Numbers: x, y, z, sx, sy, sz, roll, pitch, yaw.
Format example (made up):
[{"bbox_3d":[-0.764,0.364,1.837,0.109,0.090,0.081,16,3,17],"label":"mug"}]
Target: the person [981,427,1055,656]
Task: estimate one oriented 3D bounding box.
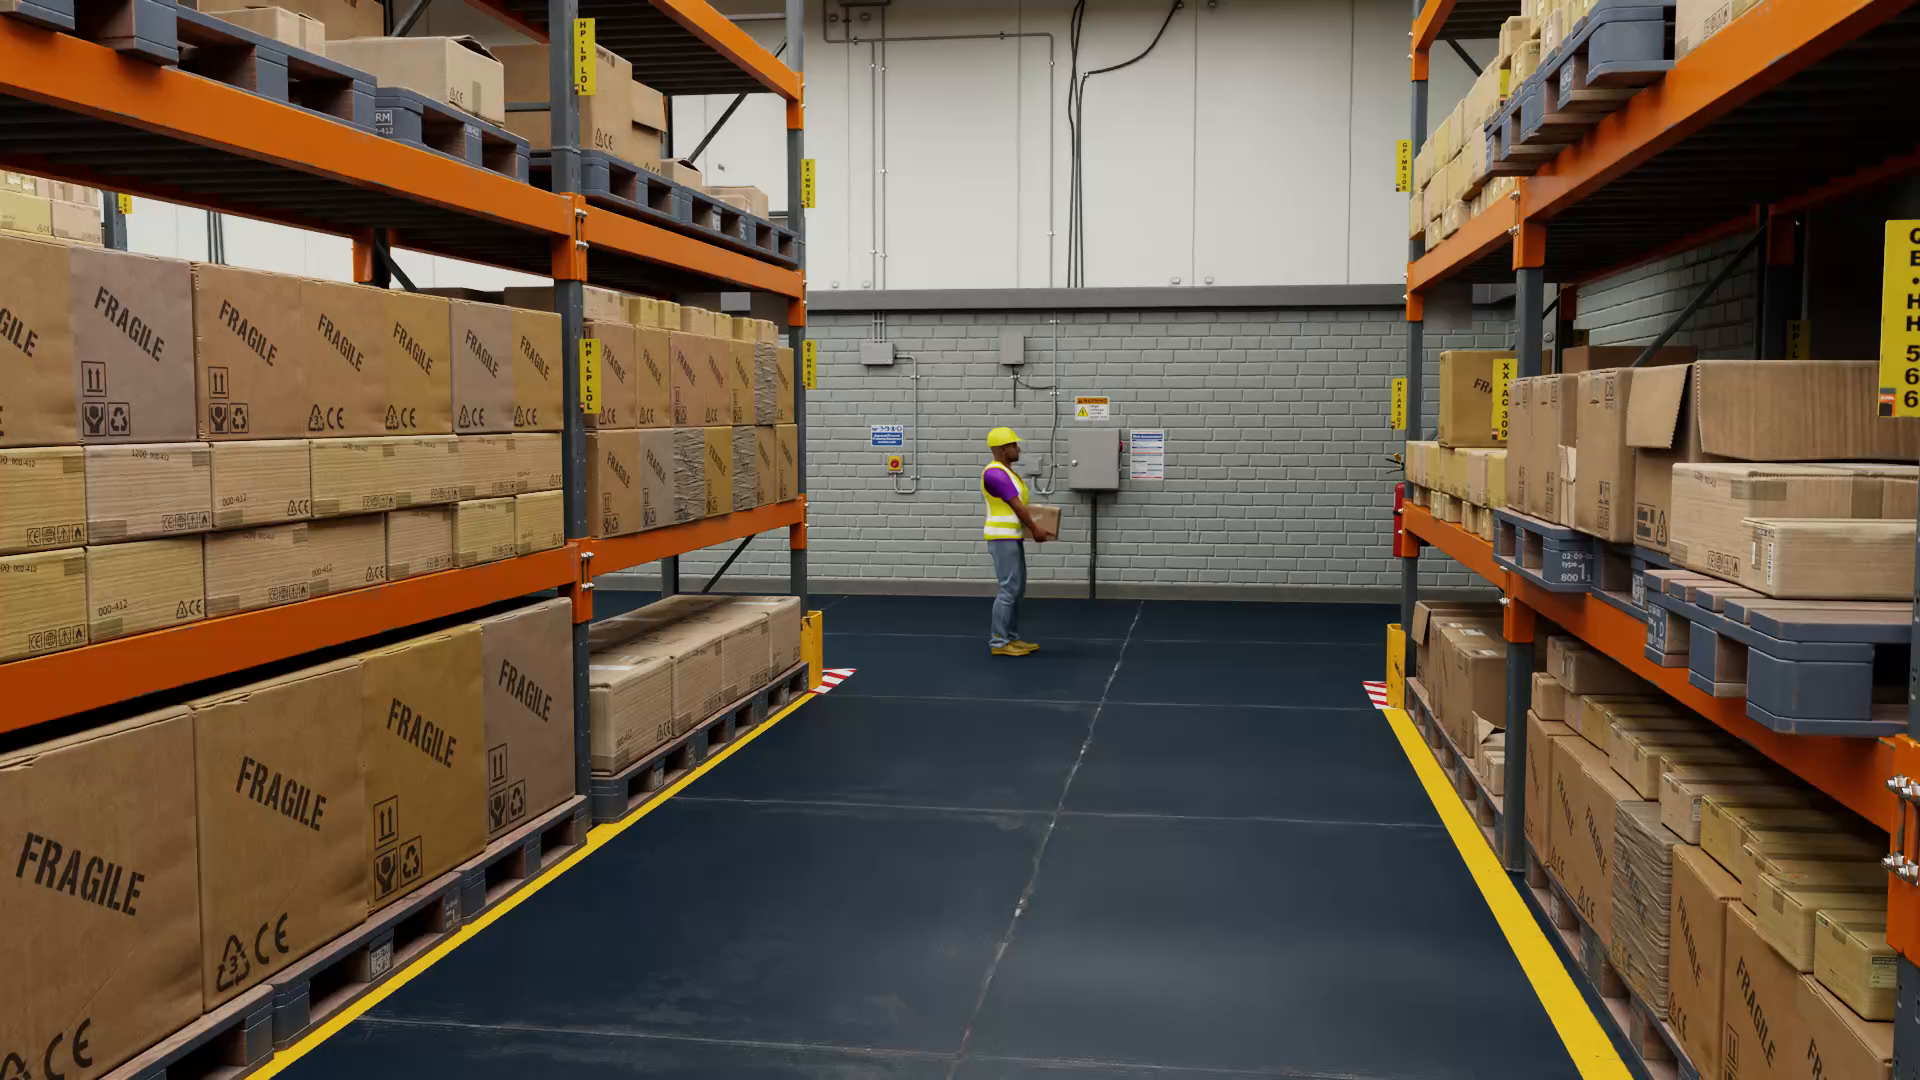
[{"bbox_3d":[0.468,0.006,12.937,0.575,1.762,0.504,1,4,9],"label":"person"}]
